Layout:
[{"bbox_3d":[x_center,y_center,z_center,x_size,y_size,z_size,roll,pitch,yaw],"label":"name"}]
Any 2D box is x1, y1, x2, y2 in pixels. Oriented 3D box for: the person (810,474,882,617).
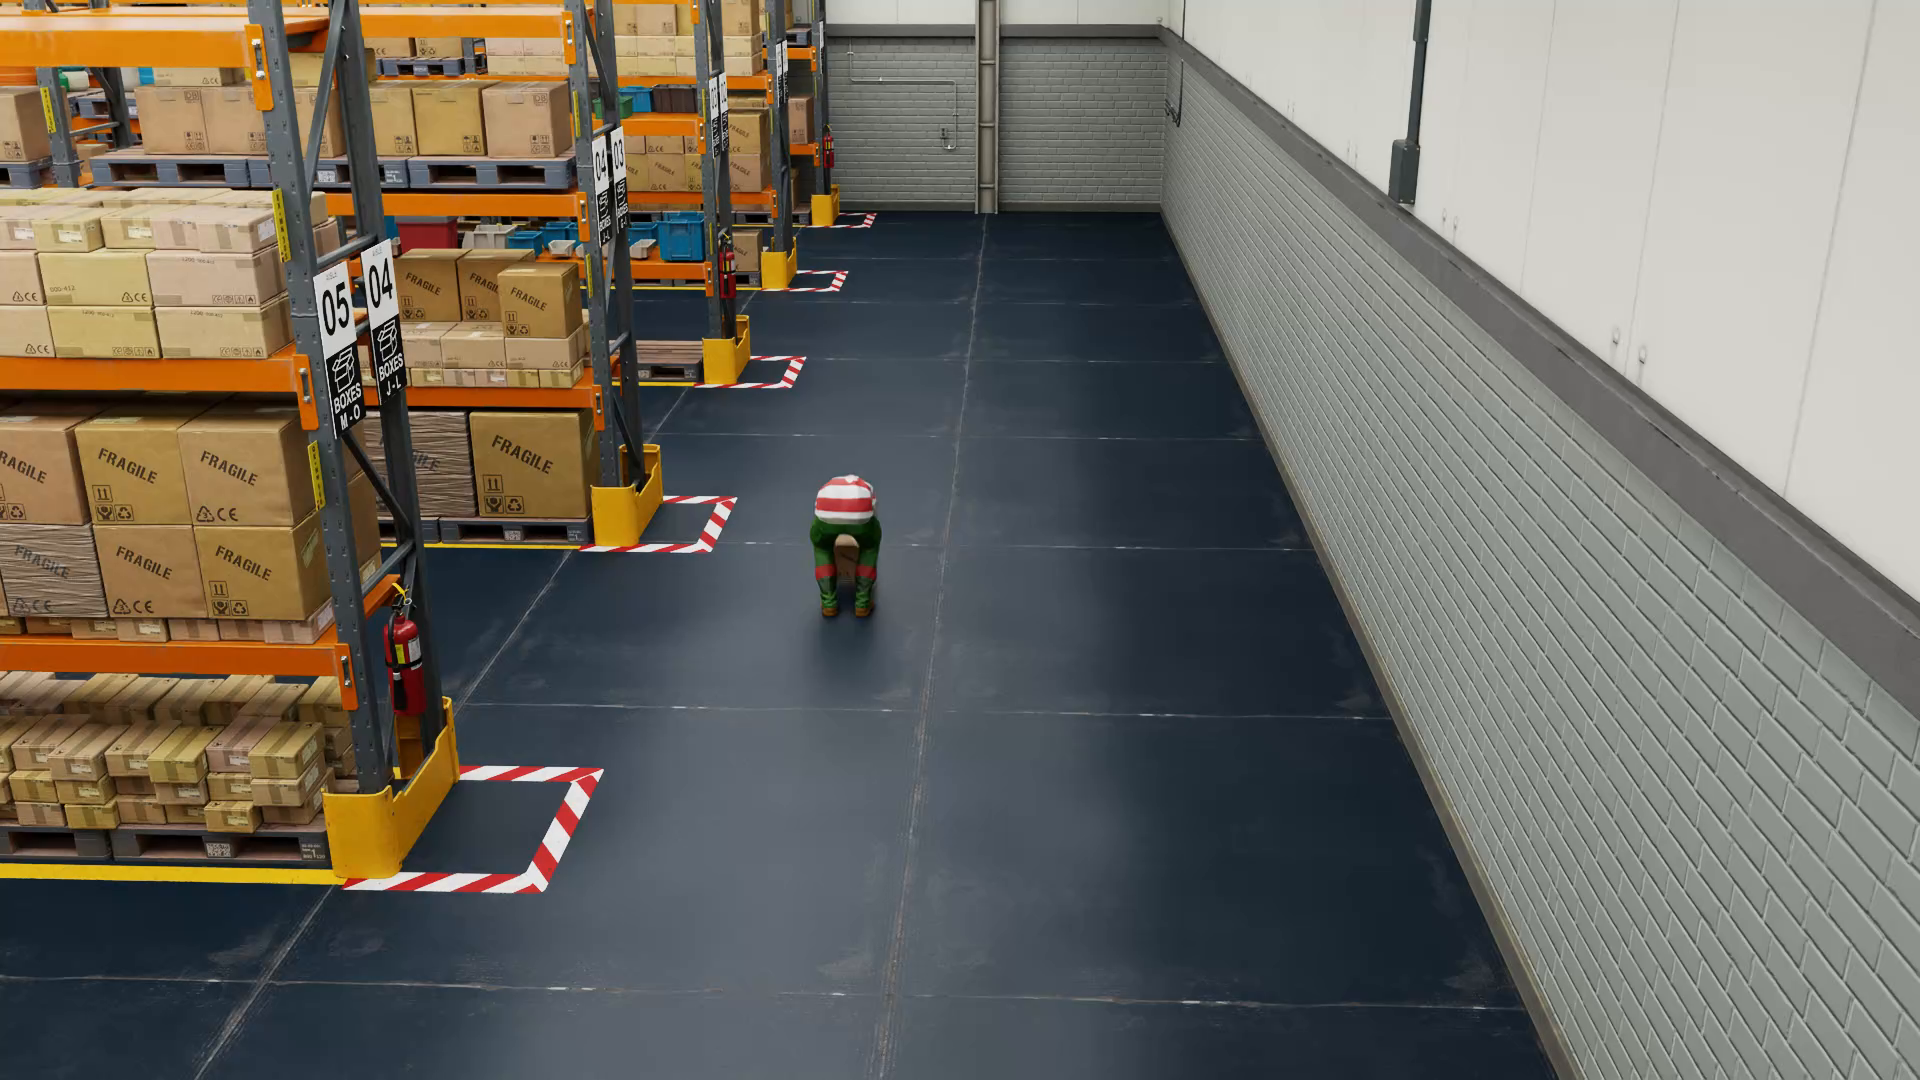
[{"bbox_3d":[-0.832,-0.031,12.207,0.524,1.023,0.954,0,21,-1],"label":"person"}]
